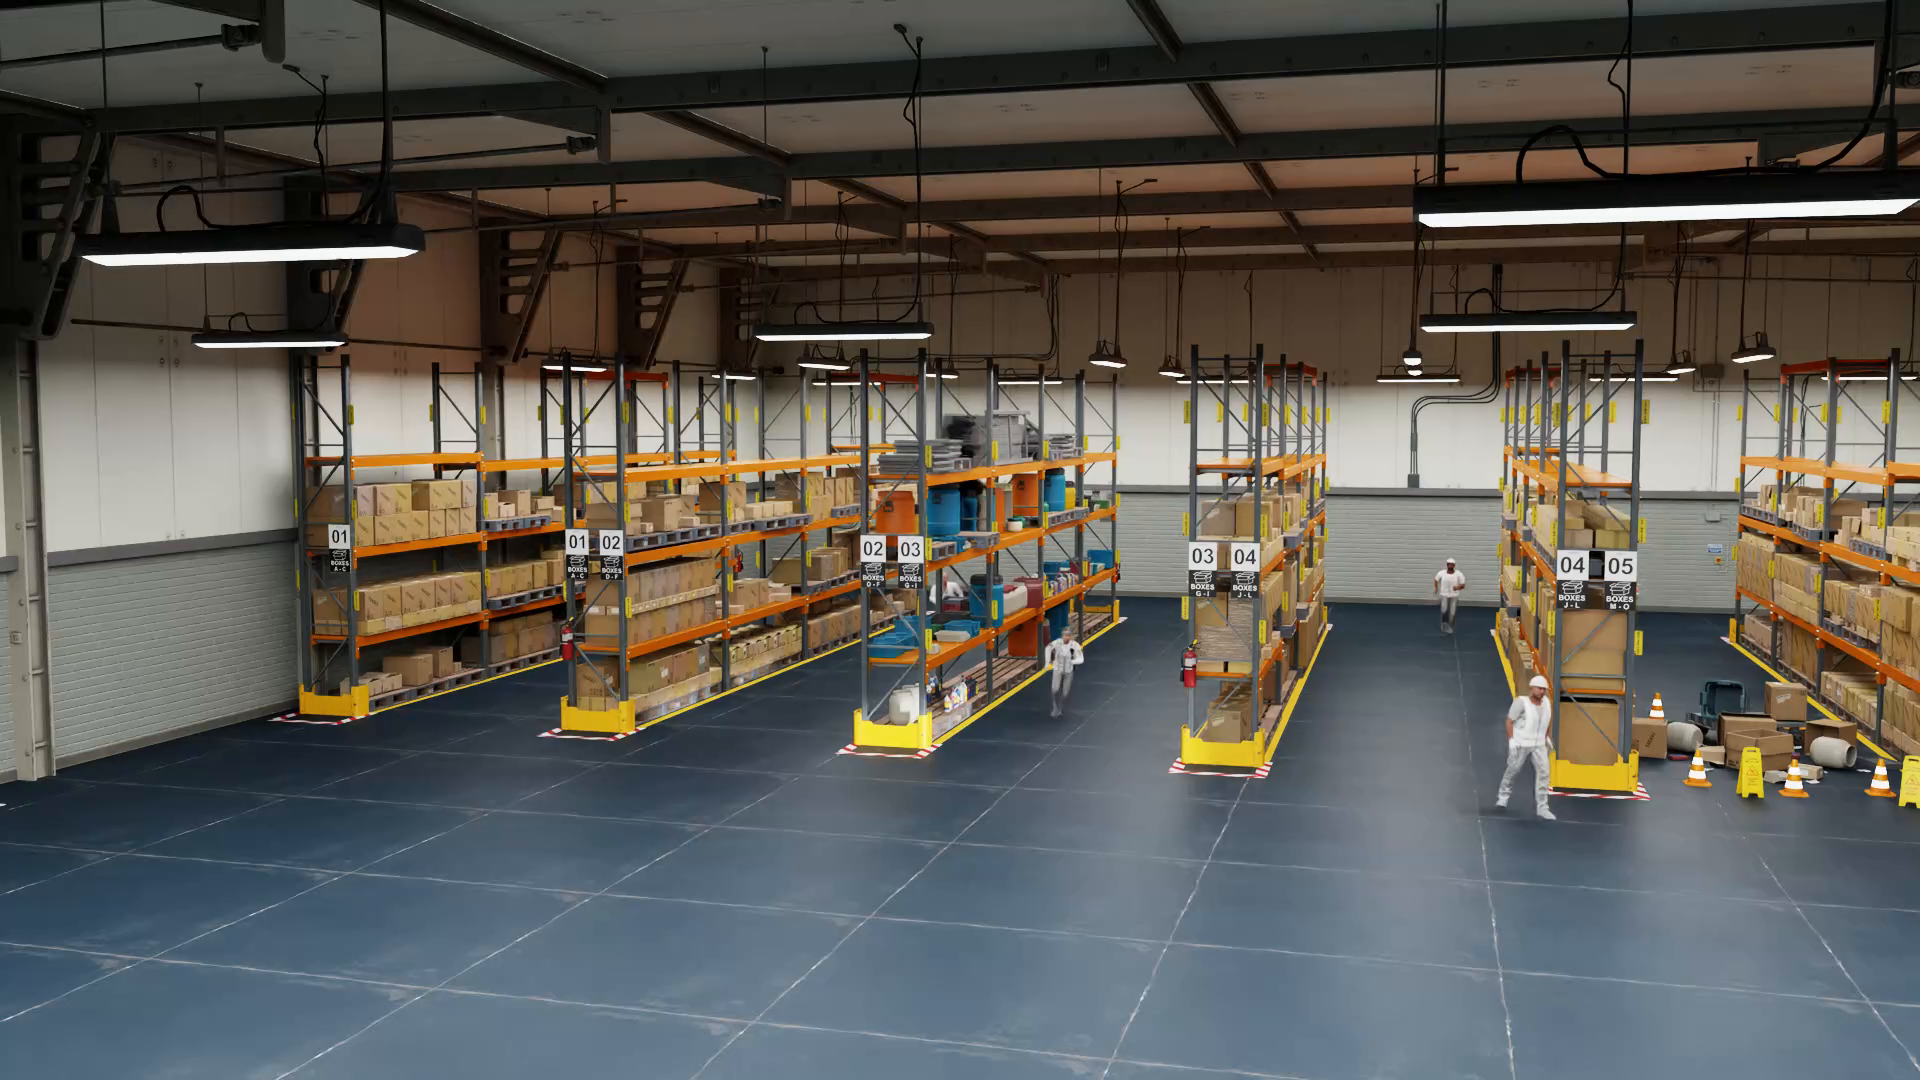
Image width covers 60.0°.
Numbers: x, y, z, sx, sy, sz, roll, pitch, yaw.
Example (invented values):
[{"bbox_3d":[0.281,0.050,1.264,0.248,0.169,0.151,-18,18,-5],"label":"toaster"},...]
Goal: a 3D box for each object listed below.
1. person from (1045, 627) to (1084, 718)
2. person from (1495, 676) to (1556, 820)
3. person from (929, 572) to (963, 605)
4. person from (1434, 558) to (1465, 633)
[{"bbox_3d":[1.723,2.168,27.504,0.613,1.538,0.872,0,4,-3],"label":"person"},{"bbox_3d":[7.094,2.537,20.700,0.708,1.730,0.957,-1,4,-15],"label":"person"},{"bbox_3d":[-0.294,1.511,35.482,0.701,1.666,0.863,1,4,7],"label":"person"},{"bbox_3d":[11.156,1.277,37.914,0.682,1.724,0.648,1,4,16],"label":"person"}]
